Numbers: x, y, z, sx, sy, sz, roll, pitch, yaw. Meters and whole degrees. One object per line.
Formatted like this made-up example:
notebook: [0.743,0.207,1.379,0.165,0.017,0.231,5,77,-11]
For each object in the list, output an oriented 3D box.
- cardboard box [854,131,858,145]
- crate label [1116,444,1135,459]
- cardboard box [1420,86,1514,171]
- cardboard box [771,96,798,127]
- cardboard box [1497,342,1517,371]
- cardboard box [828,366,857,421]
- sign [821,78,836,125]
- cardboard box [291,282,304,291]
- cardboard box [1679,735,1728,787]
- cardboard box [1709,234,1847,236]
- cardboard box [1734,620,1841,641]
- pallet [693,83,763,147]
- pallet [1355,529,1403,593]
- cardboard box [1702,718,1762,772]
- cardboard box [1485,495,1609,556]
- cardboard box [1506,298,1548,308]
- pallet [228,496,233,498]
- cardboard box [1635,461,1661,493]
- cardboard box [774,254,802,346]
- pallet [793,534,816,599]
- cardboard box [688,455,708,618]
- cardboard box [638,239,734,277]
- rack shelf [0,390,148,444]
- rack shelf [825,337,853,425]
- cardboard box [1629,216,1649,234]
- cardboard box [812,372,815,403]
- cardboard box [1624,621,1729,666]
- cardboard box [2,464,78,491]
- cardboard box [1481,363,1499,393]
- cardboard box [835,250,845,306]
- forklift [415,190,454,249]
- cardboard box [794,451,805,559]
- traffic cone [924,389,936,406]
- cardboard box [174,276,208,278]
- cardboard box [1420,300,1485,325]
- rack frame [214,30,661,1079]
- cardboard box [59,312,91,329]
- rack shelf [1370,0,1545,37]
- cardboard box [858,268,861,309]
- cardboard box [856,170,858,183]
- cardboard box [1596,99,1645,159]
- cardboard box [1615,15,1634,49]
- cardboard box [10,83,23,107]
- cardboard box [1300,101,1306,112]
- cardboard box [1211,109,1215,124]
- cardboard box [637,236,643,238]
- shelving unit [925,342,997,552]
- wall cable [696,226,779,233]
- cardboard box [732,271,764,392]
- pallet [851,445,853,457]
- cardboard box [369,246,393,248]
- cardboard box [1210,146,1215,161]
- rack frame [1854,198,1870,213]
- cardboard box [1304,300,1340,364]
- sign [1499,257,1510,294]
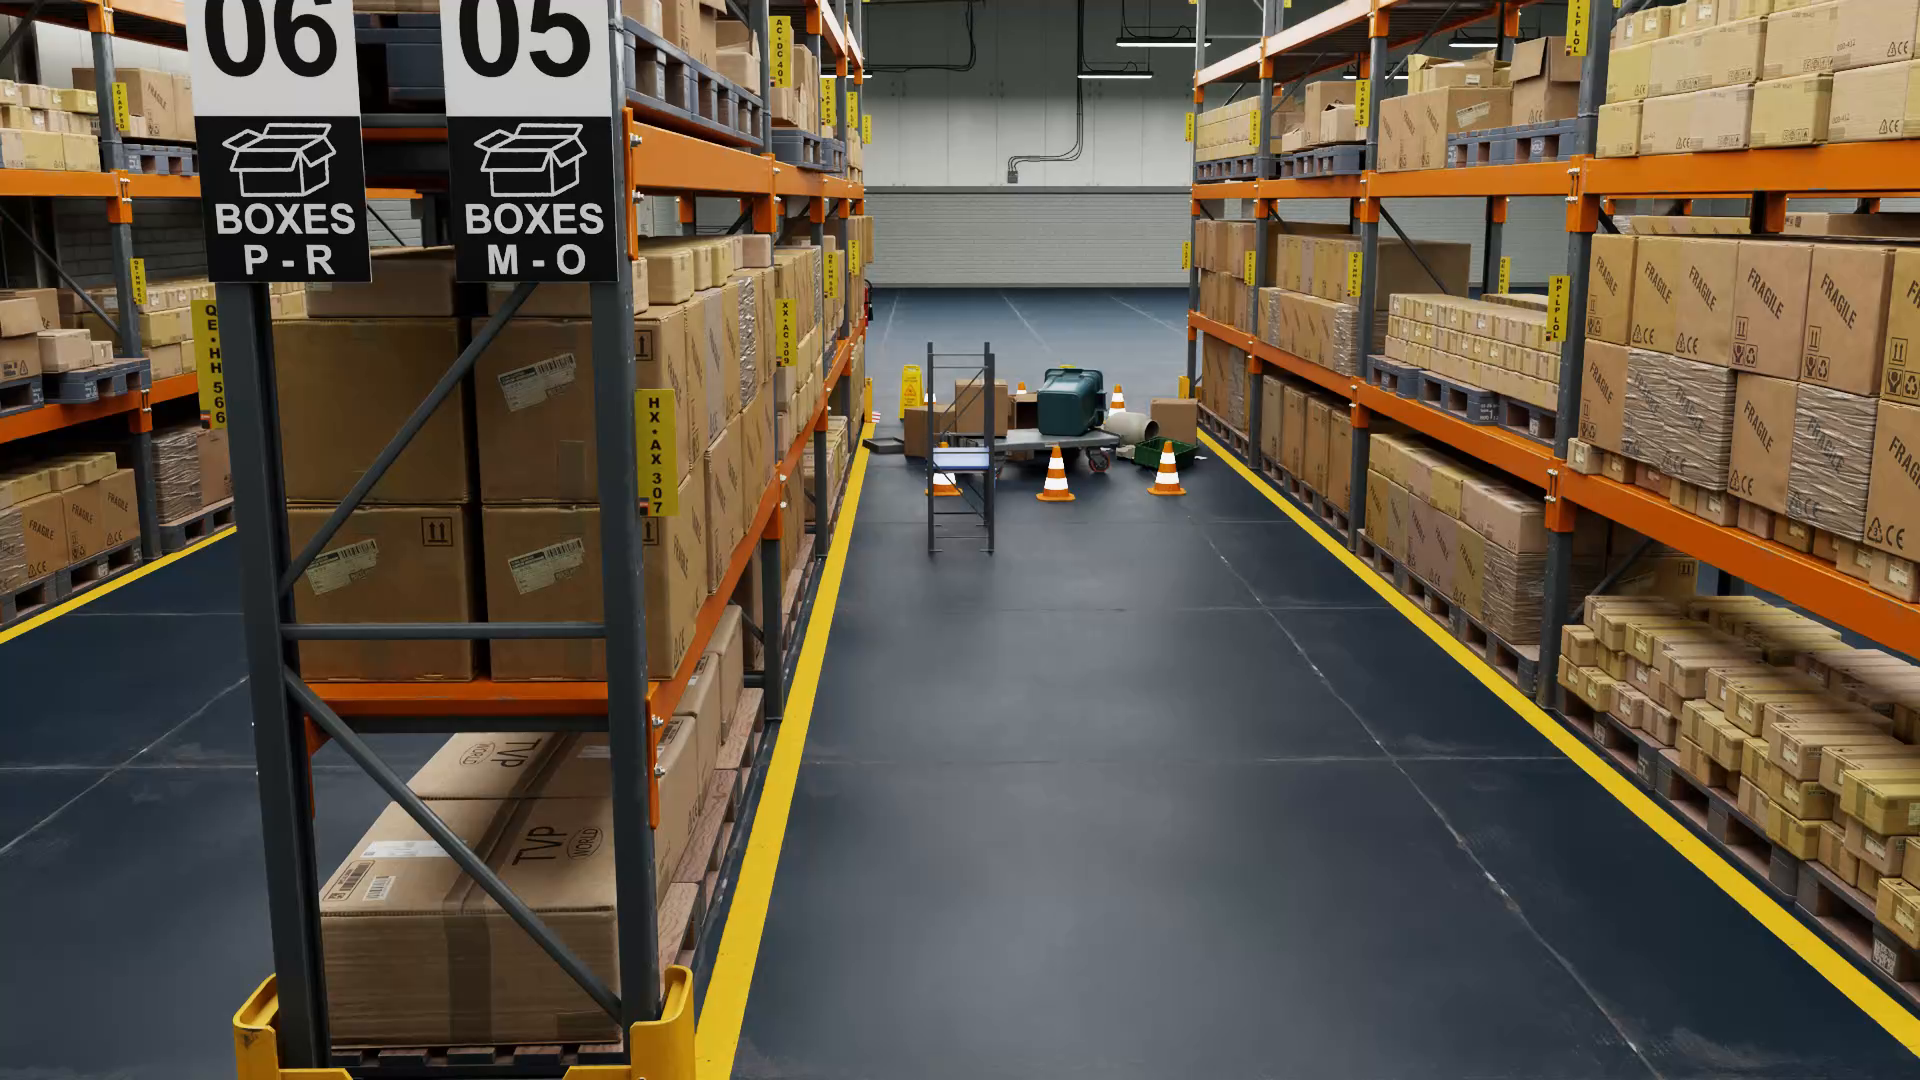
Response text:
cardboard box: [-1.288,-4.304,17.811,0.380,0.149,0.250,0,11,0]
crate label: [1.758,-0.905,17.178,0.298,0.136,0.250,-10,15,-40]
cardboard box: [3.235,-2.593,10.499,0.500,0.500,0.500,0,11,-1]
cardboard box: [-1.084,-2.366,9.163,0.380,0.166,0.250,-1,12,-5]
cardboard box: [3.315,-1.055,9.541,0.380,0.149,0.250,-1,11,-3]
cardboard box: [-1.315,-1.486,16.812,0.500,0.500,0.500,0,11,2]
sign: [-0.935,-3.109,11.798,0.100,0.325,0.005,0,11,-1]
cardboard box: [-6.283,-2.369,15.310,0.380,0.149,0.250,0,11,-2]
cardboard box: [3.293,0.931,7.040,0.380,0.149,0.250,-1,11,-3]
cardboard box: [3.819,-1.184,7.838,0.500,0.500,0.500,-1,11,-3]
cardboard box: [3.864,0.478,7.778,0.380,0.149,0.250,0,11,-2]
pallet: [-1.401,-1.815,7.141,1.003,0.211,1.213,0,11,-1]
pallet: [3.471,0.135,11.863,1.003,0.211,1.213,0,11,-1]
cardboard box: [3.269,0.833,6.773,0.380,0.149,0.250,0,11,-1]
cardboard box: [3.271,-0.087,9.289,0.500,0.250,0.500,-1,11,-3]
cardboard box: [3.933,-1.564,11.302,0.380,0.149,0.250,0,11,1]
pallet: [-6.453,-0.365,14.325,1.003,0.211,1.213,0,11,-1]
cardboard box: [3.355,-0.307,7.661,0.380,0.149,0.250,-1,11,-4]
cardboard box: [-1.175,-1.380,9.550,0.500,0.500,0.500,-1,11,-3]
pallet: [-1.549,0.177,11.655,1.003,0.211,1.213,0,11,-1]
cardboard box: [-1.086,-0.002,5.275,0.500,0.500,0.500,0,11,-2]
cardboard box: [-1.127,-1.146,6.766,0.380,0.149,0.250,0,11,-2]
rack shelf: [-6.412,-0.575,10.160,1.077,0.370,4.000,0,11,-1]
rack shelf: [-1.532,-1.392,14.183,1.077,0.370,4.000,0,11,-1]
cardboard box: [7.994,-3.452,19.018,0.500,0.500,0.500,0,11,-1]
cardboard box: [-1.200,-0.972,10.683,0.500,0.250,0.500,0,11,-2]
cardboard box: [3.340,0.482,7.755,0.380,0.149,0.250,0,11,-2]
cardboard box: [-6.192,-0.420,11.186,0.380,0.149,0.250,-1,11,-3]
cardboard box: [3.307,-0.959,9.817,0.380,0.149,0.250,-1,11,-4]
cardboard box: [-1.334,-2.451,15.542,0.500,0.500,0.500,0,11,-2]
forklift: [-3.455,-1.443,12.799,1.130,2.935,3.031,-1,11,-3]
cardboard box: [-1.559,-0.373,11.643,0.875,0.875,0.875,0,11,-2]
traffic cone: [-0.357,-1.613,19.848,0.336,0.463,0.334,0,11,-1]
cardboard box: [-6.759,-2.263,14.785,0.380,0.149,0.250,0,11,-2]
cardboard box: [3.286,-1.514,11.055,0.380,0.149,0.250,-1,11,-4]
rack frame: [-1.325,0.244,4.313,1.000,3.000,0.127,0,11,-1]
cardboard box: [-6.740,-1.585,12.447,0.500,0.250,0.500,0,11,0]
rack shelf: [3.498,-3.381,9.906,1.077,0.370,4.000,0,11,-1]
cardboard box: [-1.356,-2.826,18.444,0.500,0.500,0.500,0,11,-1]
cardboard box: [-1.292,-3.909,17.869,0.380,0.149,0.250,0,11,-2]
cardboard box: [3.285,-1.895,7.690,0.500,0.250,0.500,0,11,2]
cardboard box: [3.303,-2.370,7.769,0.380,0.149,0.250,0,11,-2]
cardboard box: [-6.231,-2.840,10.595,0.380,0.149,0.250,0,11,-2]
cardboard box: [3.689,-4.400,16.977,0.380,0.149,0.250,0,11,-2]
cardboard box: [3.000,-4.700,18.456,0.380,0.149,0.250,0,11,-2]
cardboard box: [-1.639,-1.294,7.494,0.380,0.149,0.250,0,11,0]
shelving unit: [-0.002,-0.752,12.994,0.538,1.500,1.048,0,11,-1]
wall cable: [-6.864,-10.746,51.206,3.097,2.526,0.112,0,11,-1]
cardboard box: [-1.120,-0.897,7.169,0.500,0.500,0.500,0,11,-2]
pallet: [-1.622,-0.908,17.006,1.003,0.211,1.213,0,11,-1]
cardboard box: [-6.825,-3.361,19.449,0.380,0.149,0.250,0,11,-2]
cardboard box: [2.999,-4.309,18.533,0.380,0.149,0.250,0,11,-1]
rack frame: [8.335,-2.182,16.272,1.000,3.000,0.127,0,11,-1]
cardboard box: [3.160,-1.723,13.756,0.500,0.500,0.500,0,11,-2]
sign: [3.999,-1.920,12.264,0.100,0.325,0.005,0,11,-1]
